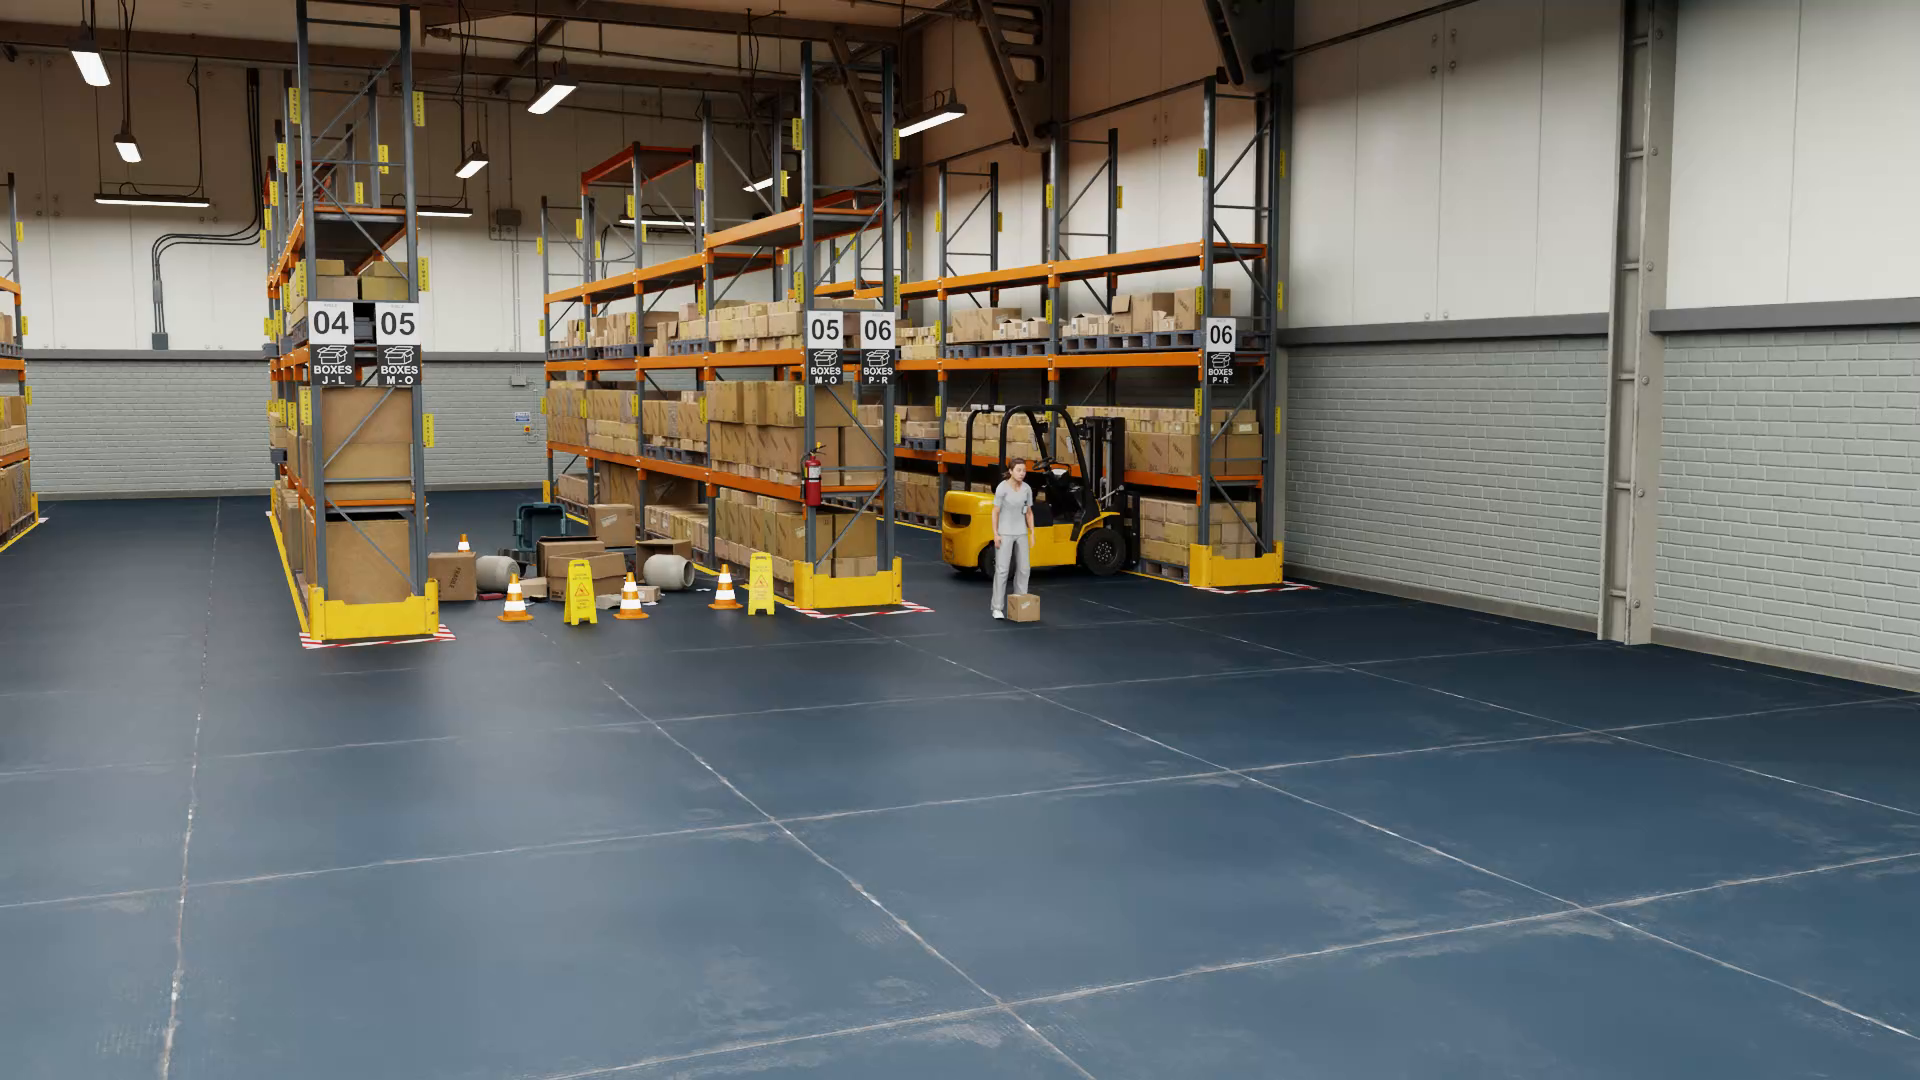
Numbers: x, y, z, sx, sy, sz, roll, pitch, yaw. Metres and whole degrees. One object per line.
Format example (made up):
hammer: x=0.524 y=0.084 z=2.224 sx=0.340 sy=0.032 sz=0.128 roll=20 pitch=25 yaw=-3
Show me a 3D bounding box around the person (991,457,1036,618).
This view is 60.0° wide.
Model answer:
person: x=0.550 y=-0.033 z=17.307 sx=0.508 sy=1.673 sz=0.352 roll=-3 pitch=6 yaw=-26
